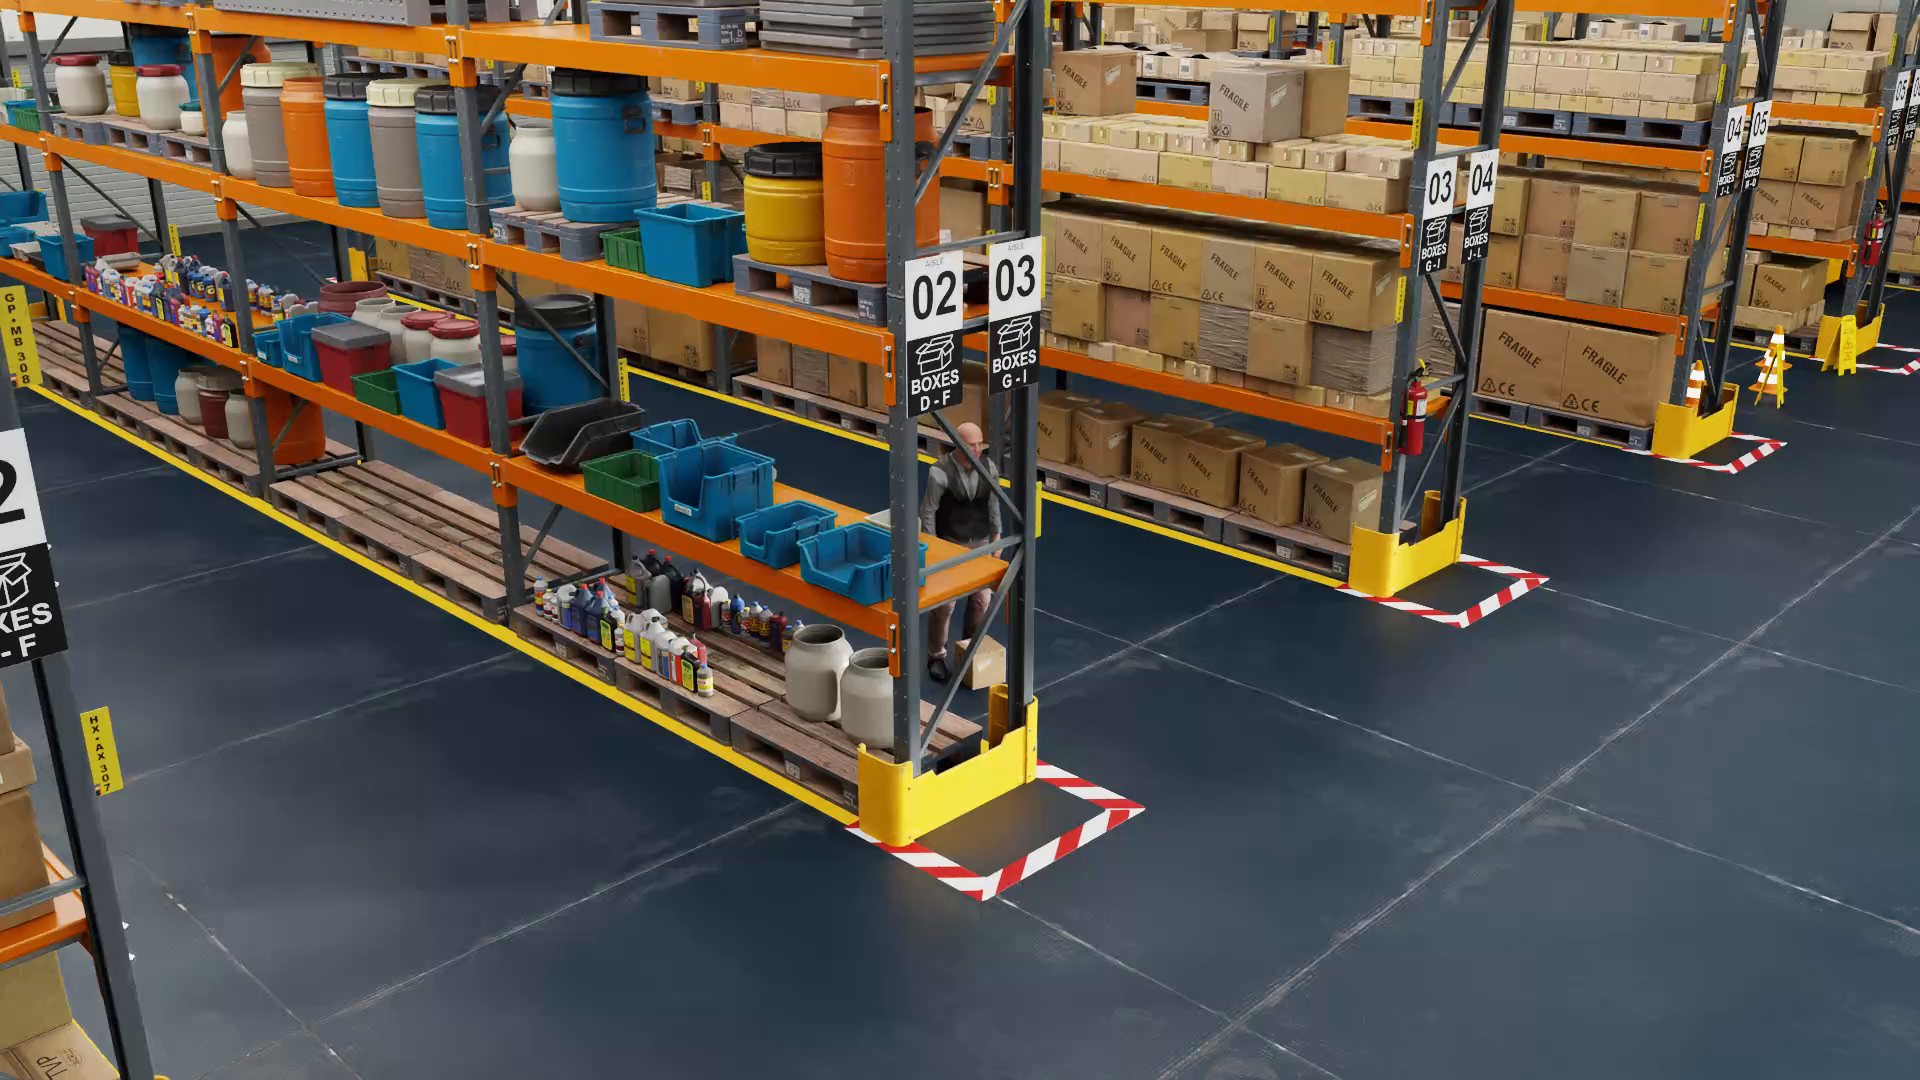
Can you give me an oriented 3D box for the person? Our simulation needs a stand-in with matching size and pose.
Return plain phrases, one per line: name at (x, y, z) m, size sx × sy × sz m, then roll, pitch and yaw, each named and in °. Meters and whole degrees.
person at (0.016, 0.044, 10.994) m, size 0.588 × 1.721 × 0.463 m, roll -11°, pitch 23°, yaw -26°
